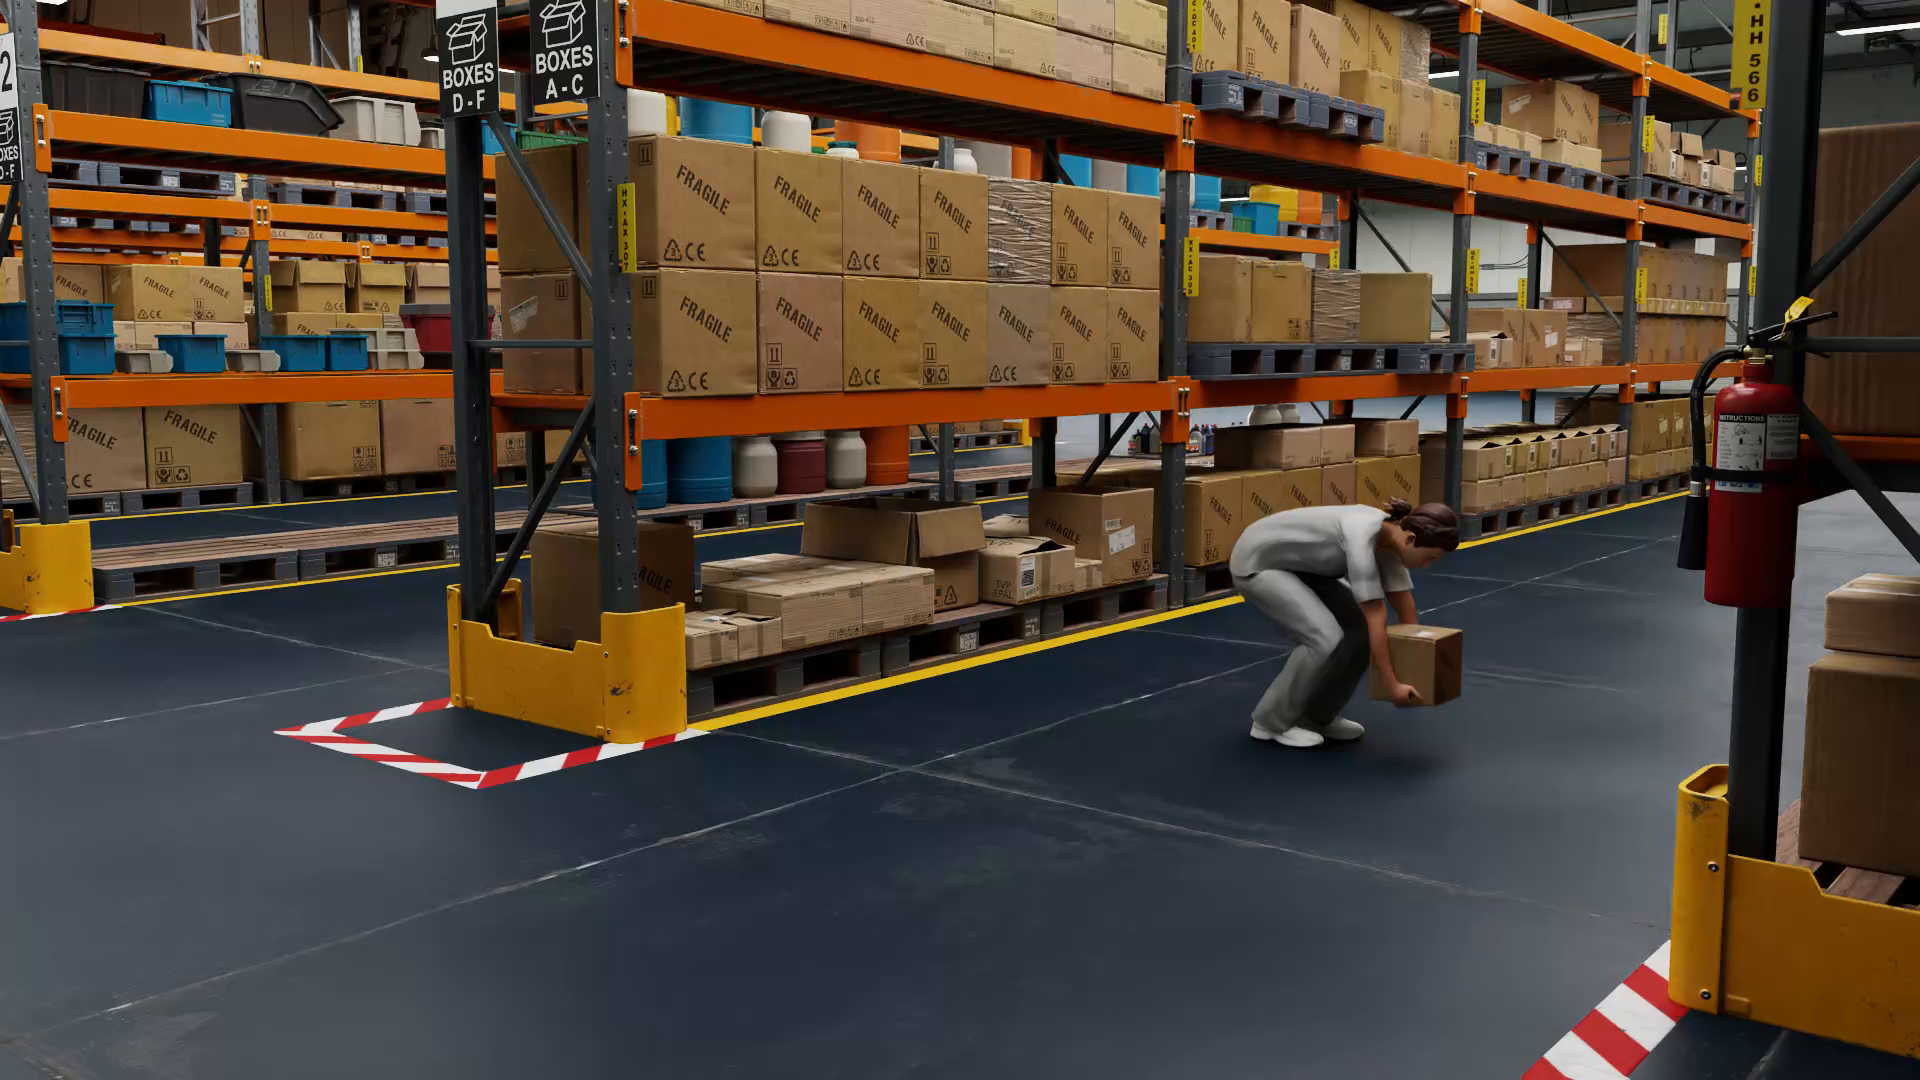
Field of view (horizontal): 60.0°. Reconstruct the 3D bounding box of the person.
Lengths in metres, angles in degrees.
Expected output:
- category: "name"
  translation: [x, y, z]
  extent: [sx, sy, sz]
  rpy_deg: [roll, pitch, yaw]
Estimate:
- category: "person"
  translation: [1.434, 0.308, 6.258]
  extent: [0.862, 0.943, 0.464]
  rpy_deg: [5, 8, 36]
